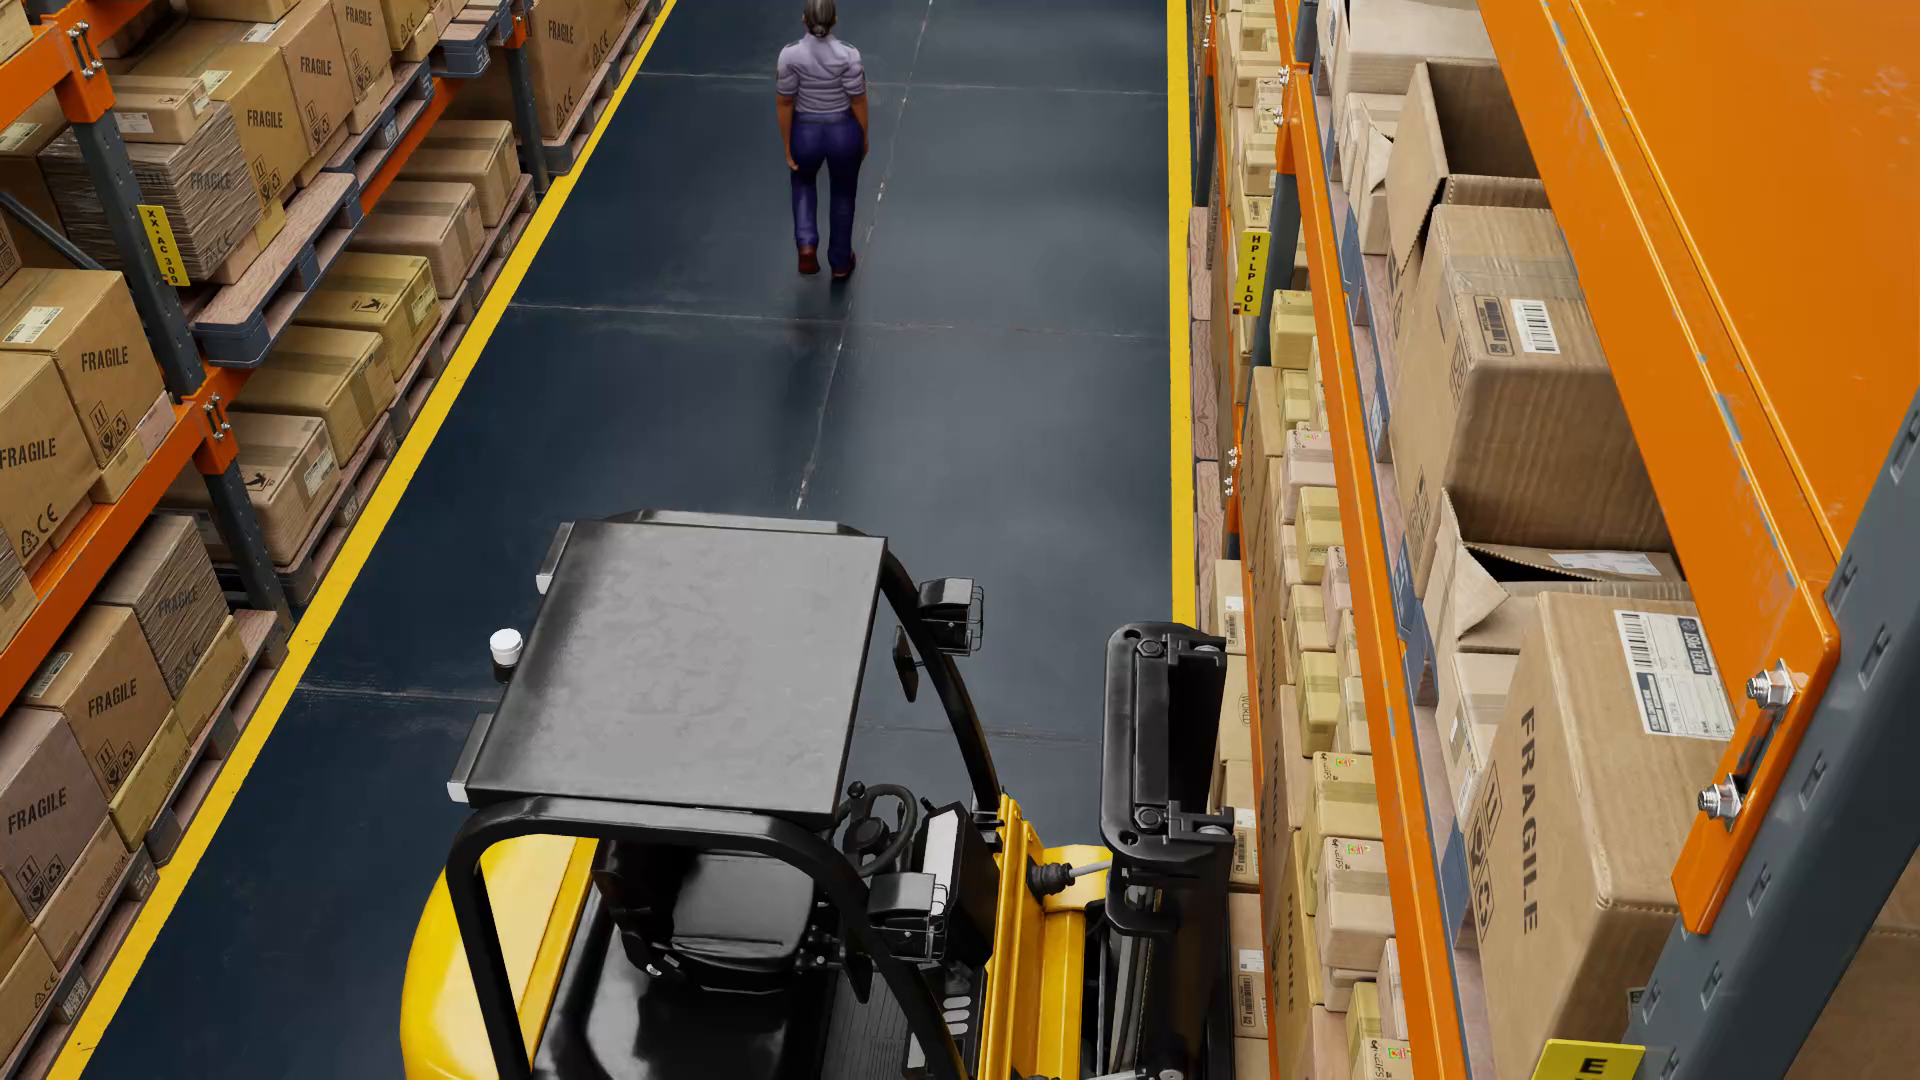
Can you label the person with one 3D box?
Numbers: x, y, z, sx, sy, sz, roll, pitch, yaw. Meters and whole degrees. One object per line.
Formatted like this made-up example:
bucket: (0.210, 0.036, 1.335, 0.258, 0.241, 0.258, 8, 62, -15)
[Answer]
person: (-0.729, -2.172, 8.986, 0.477, 1.639, 0.465, 1, 40, 1)
